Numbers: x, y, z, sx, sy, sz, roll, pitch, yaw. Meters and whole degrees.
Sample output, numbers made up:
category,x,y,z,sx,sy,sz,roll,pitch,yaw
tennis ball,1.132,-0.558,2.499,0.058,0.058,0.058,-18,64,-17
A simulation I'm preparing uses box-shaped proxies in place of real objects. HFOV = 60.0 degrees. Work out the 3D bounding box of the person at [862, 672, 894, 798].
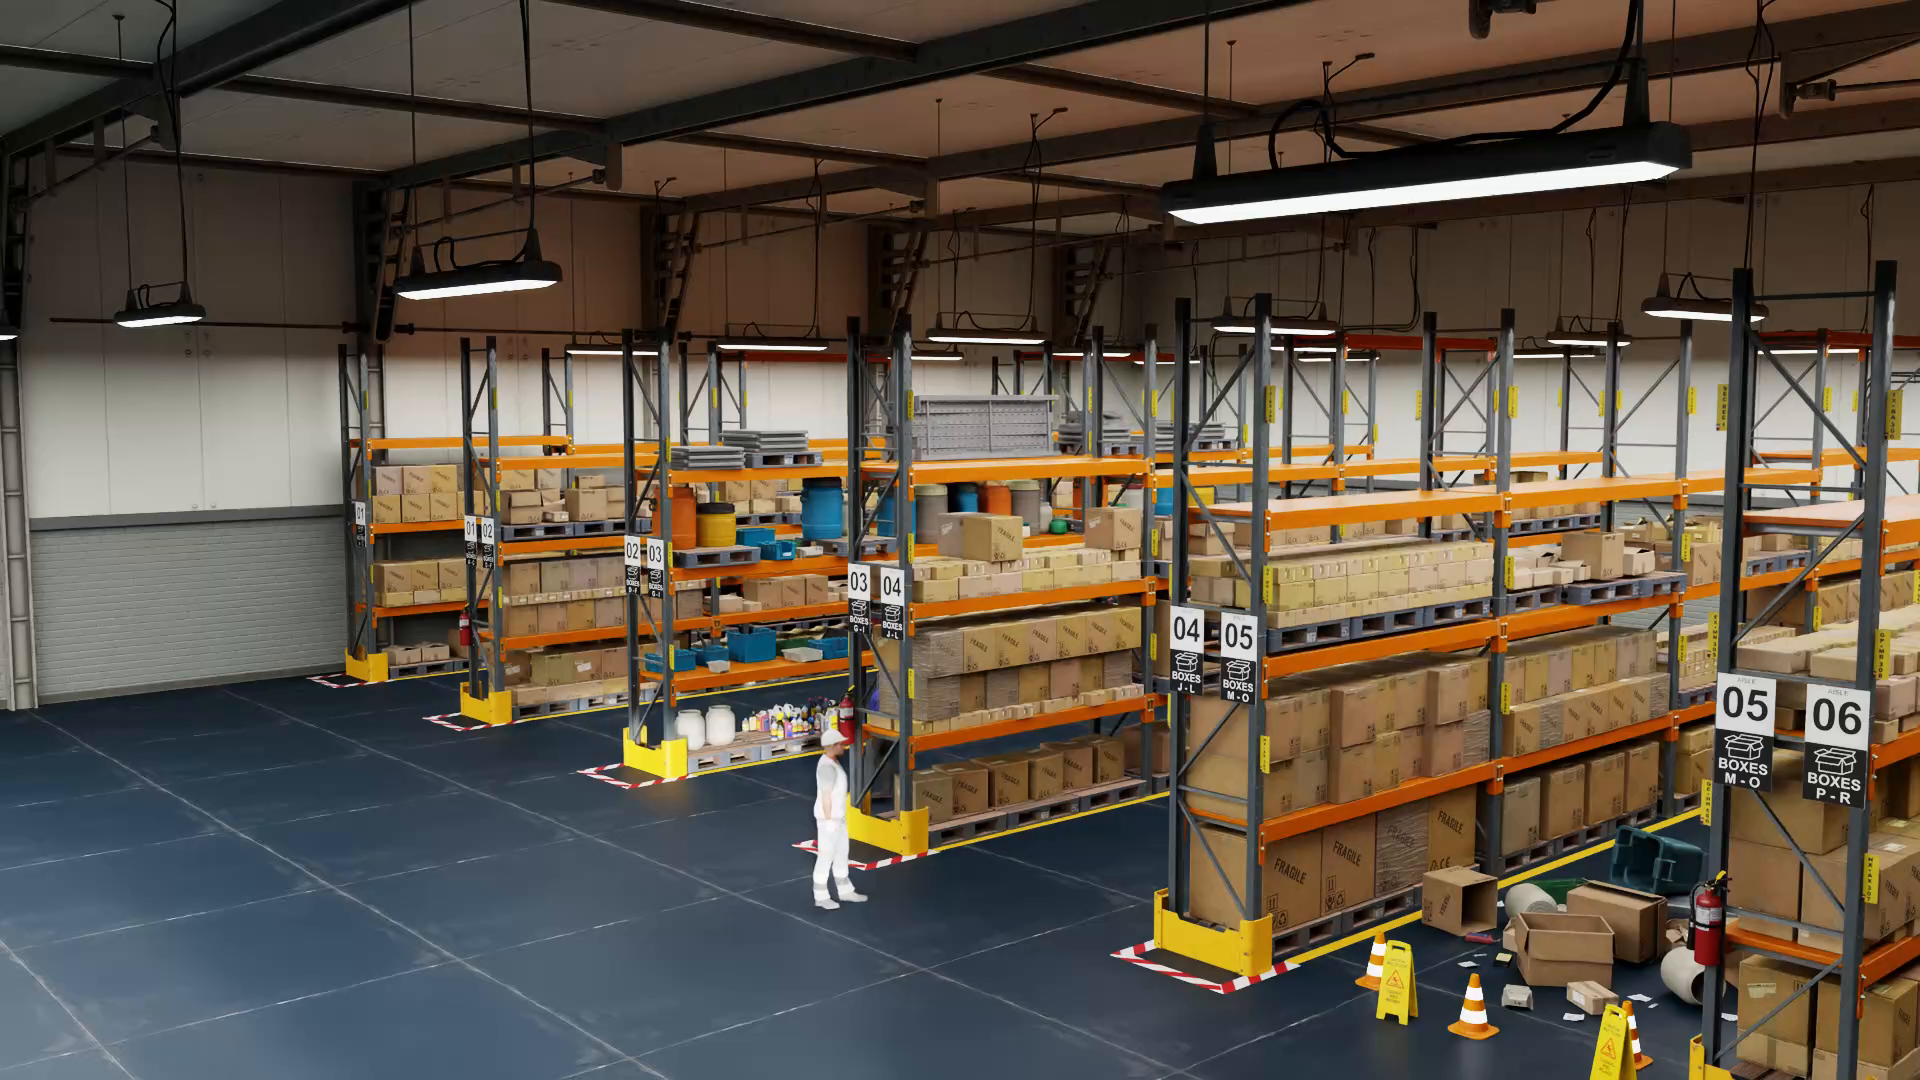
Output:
category,x,y,z,sx,sy,sz,roll,pitch,yaw
person,-1.063,2.460,21.053,0.393,1.677,0.584,4,7,40

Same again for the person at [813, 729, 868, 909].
category,x,y,z,sx,sy,sz,roll,pitch,yaw
person,-1.212,2.790,16.641,0.515,1.803,0.609,0,5,6
